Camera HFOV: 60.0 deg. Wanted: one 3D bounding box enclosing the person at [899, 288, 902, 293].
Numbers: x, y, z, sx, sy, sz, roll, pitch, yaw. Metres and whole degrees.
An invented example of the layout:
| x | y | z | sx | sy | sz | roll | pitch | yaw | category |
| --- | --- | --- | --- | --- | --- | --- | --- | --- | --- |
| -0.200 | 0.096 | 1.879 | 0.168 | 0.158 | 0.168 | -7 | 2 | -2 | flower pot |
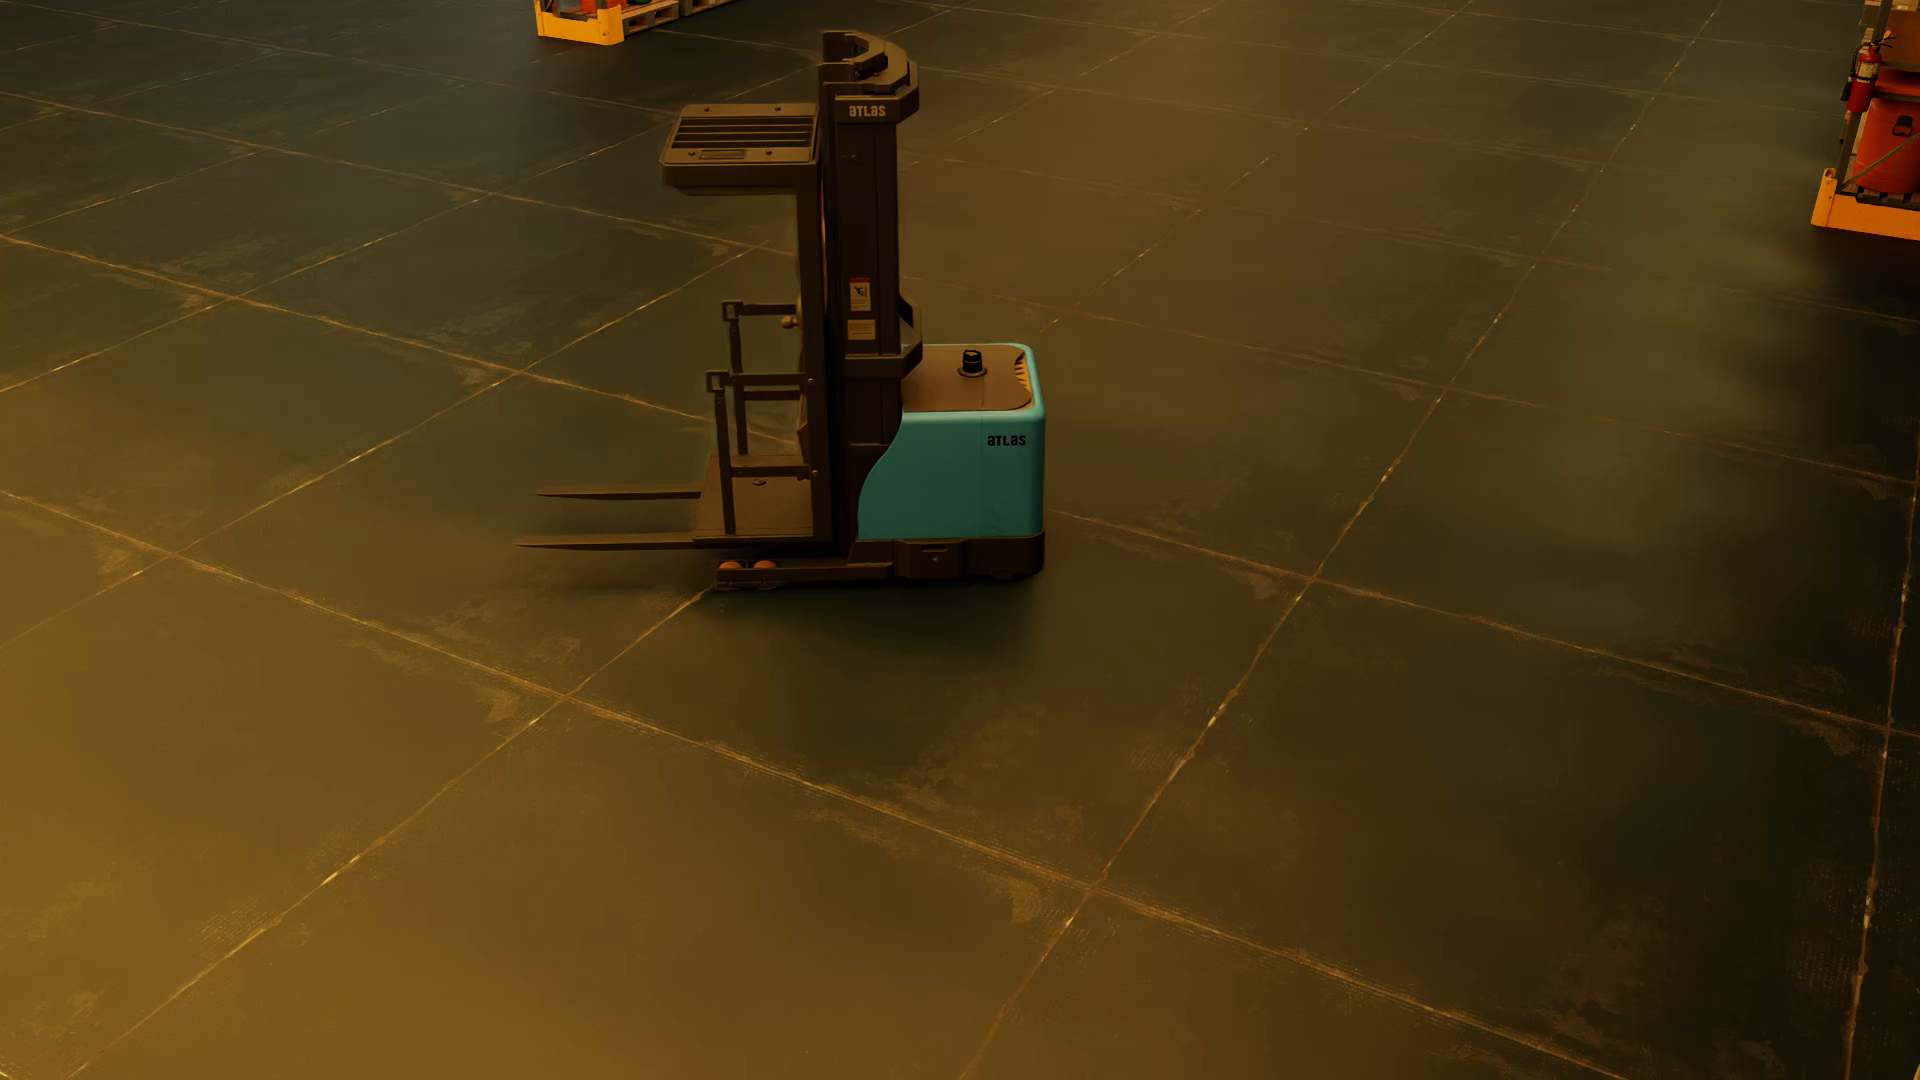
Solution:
| x | y | z | sx | sy | sz | roll | pitch | yaw | category |
| --- | --- | --- | --- | --- | --- | --- | --- | --- | --- |
| -0.663 | -1.670 | 11.407 | 0.600 | 1.540 | 0.656 | -18 | 34 | -28 | person |

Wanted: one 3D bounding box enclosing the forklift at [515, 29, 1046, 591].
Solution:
| x | y | z | sx | sy | sz | roll | pitch | yaw | category |
| --- | --- | --- | --- | --- | --- | --- | --- | --- | --- |
| -1.045 | -1.249 | 9.235 | 3.031 | 2.935 | 1.130 | -1 | 30 | -2 | forklift |
